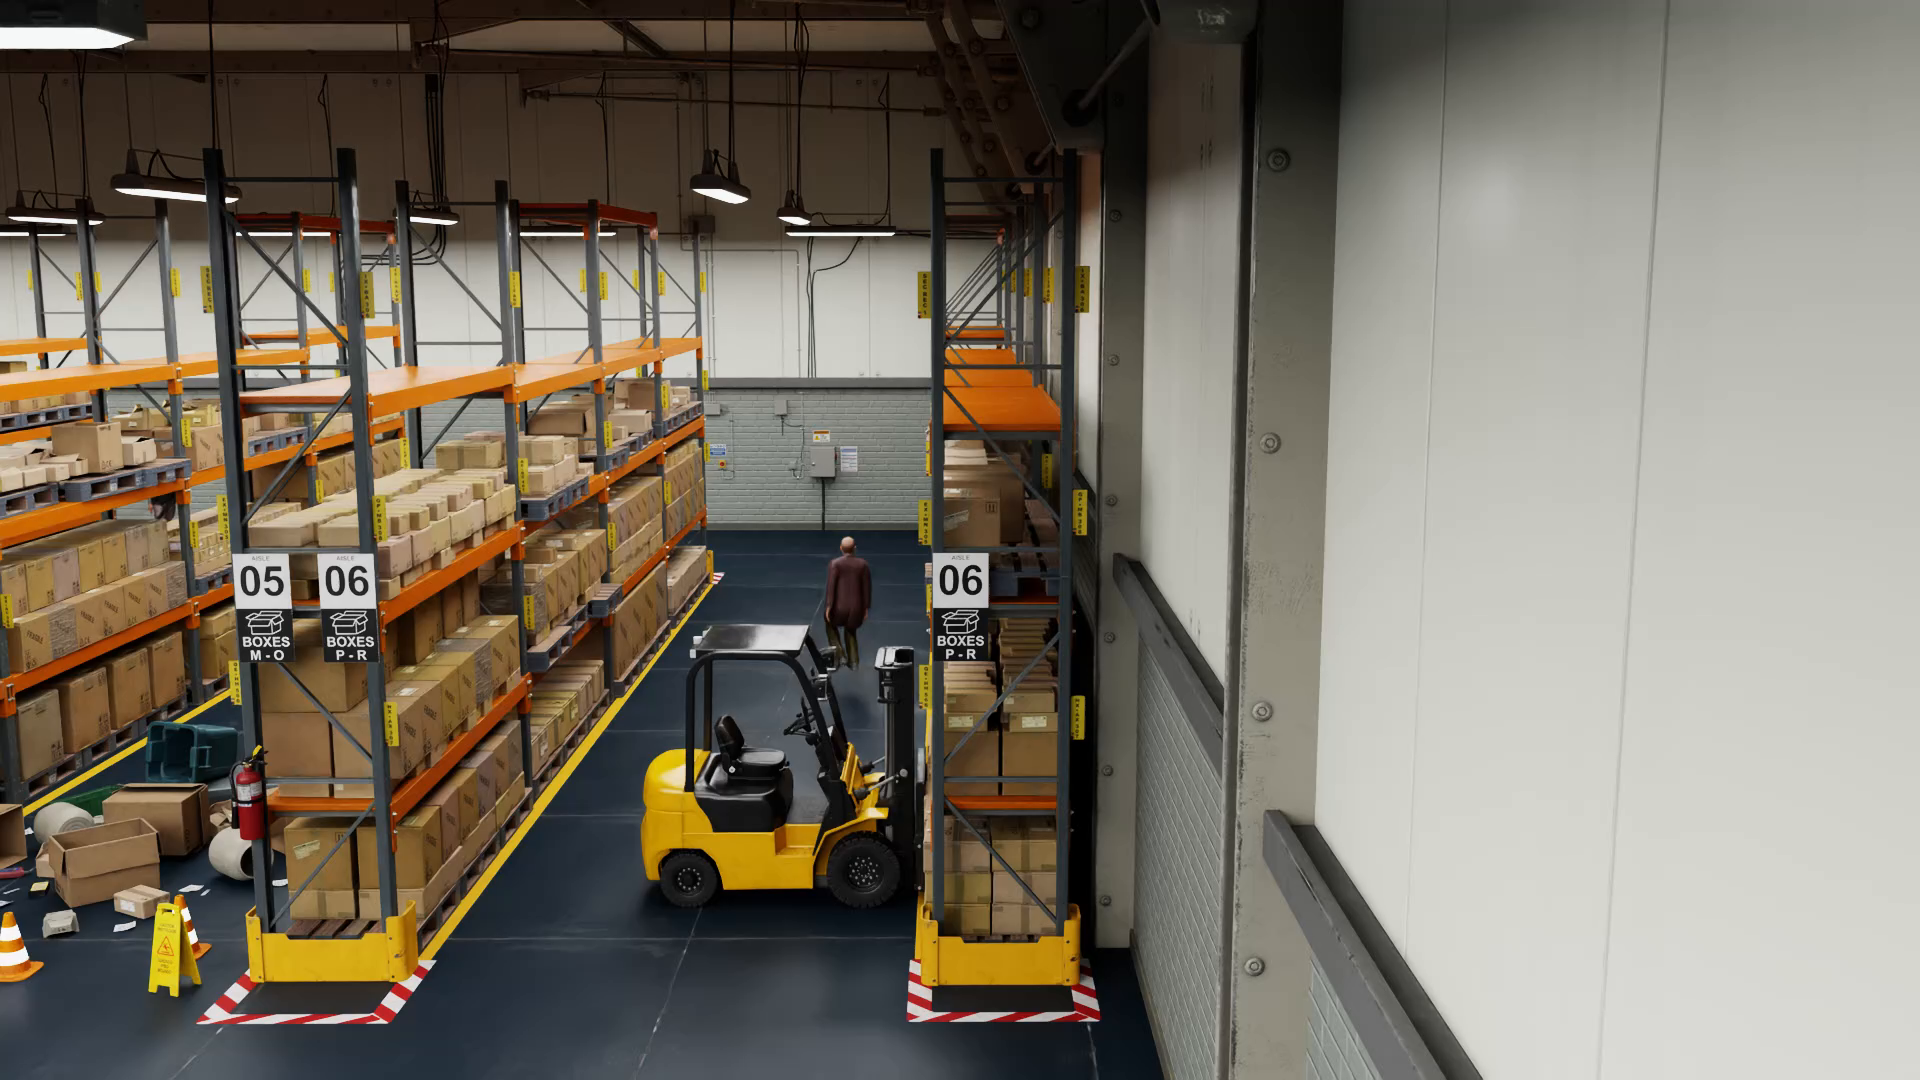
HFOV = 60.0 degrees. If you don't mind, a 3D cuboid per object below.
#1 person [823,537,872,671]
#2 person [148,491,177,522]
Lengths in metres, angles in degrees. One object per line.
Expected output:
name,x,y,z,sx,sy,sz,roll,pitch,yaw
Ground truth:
person,-1.402,0.843,20.724,0.630,1.644,0.685,-3,10,-18
person,-14.907,-0.667,31.229,0.571,1.665,1.059,-7,11,-36
